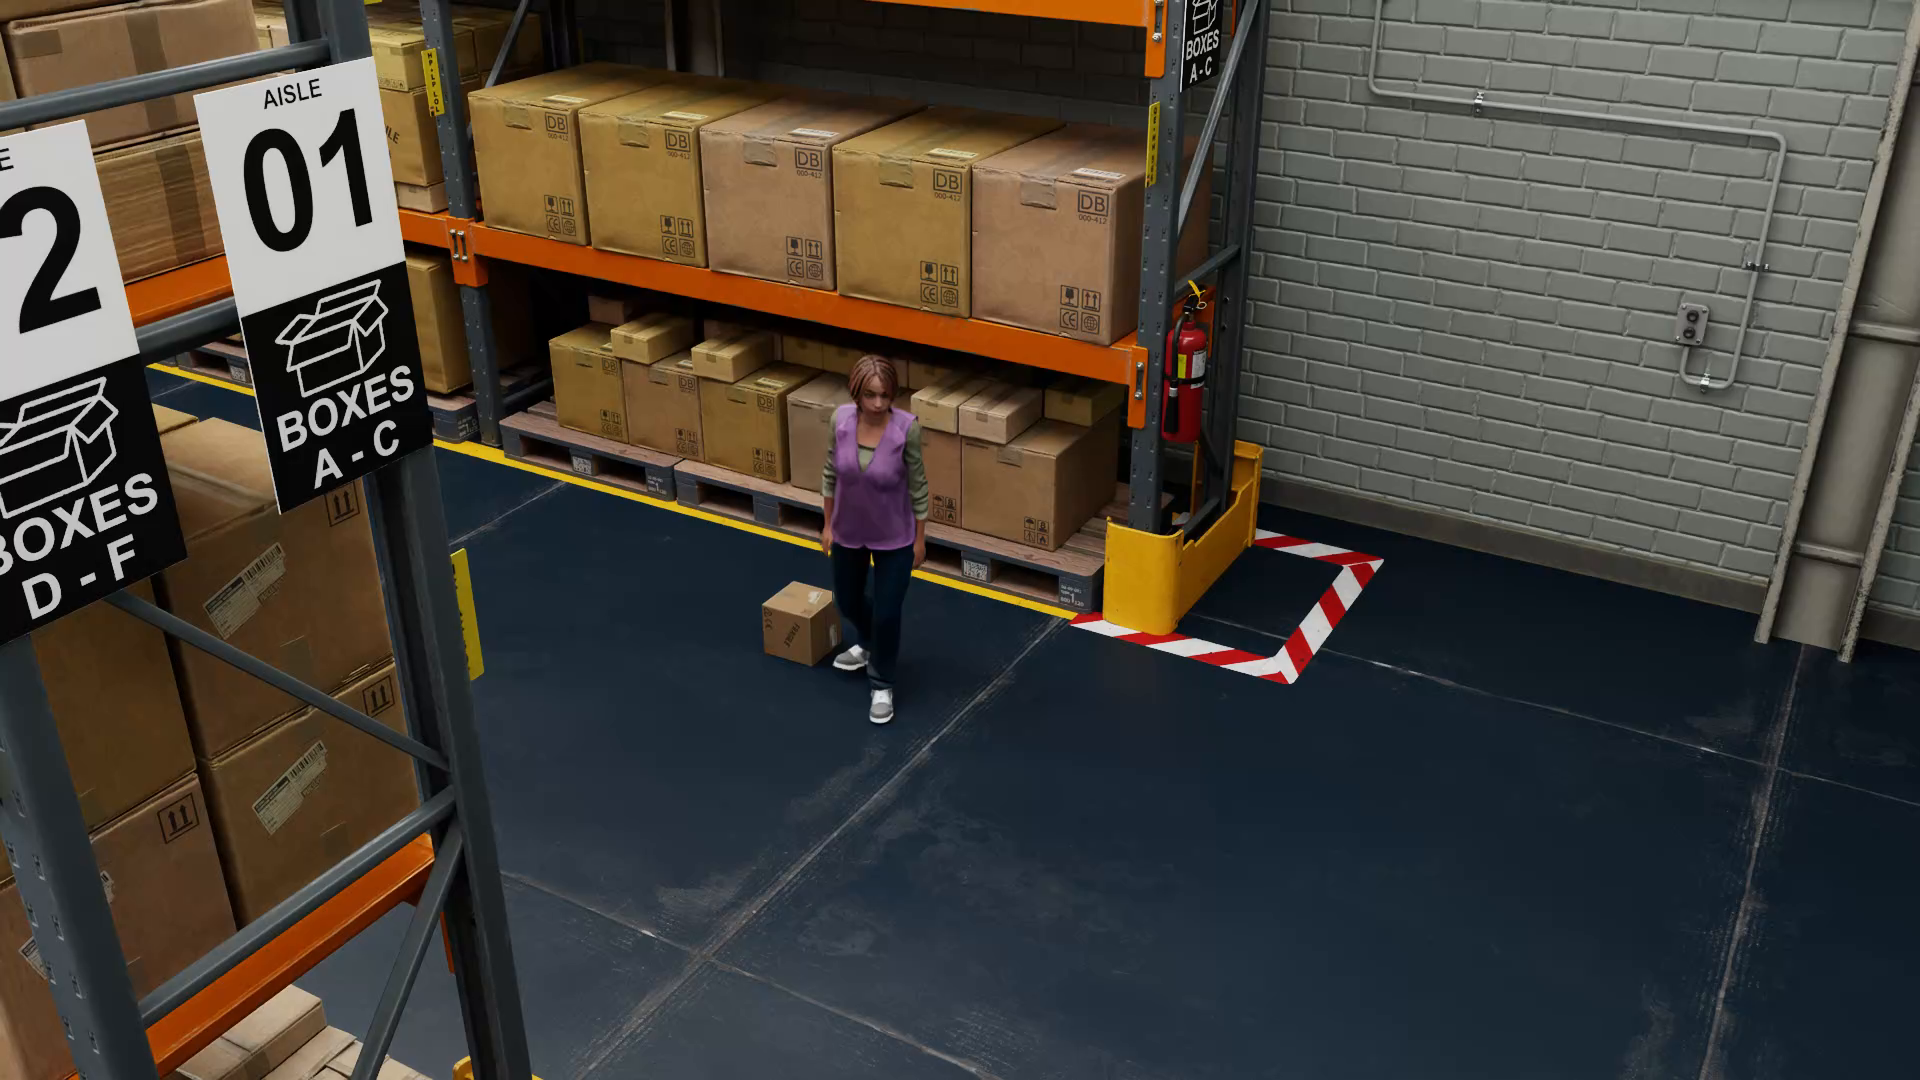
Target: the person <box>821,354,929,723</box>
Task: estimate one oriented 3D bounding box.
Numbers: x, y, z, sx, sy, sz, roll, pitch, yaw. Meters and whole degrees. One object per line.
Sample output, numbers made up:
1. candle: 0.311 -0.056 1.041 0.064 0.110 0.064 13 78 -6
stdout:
1. person: -0.337 -0.045 6.718 0.470 1.586 0.508 7 28 13
